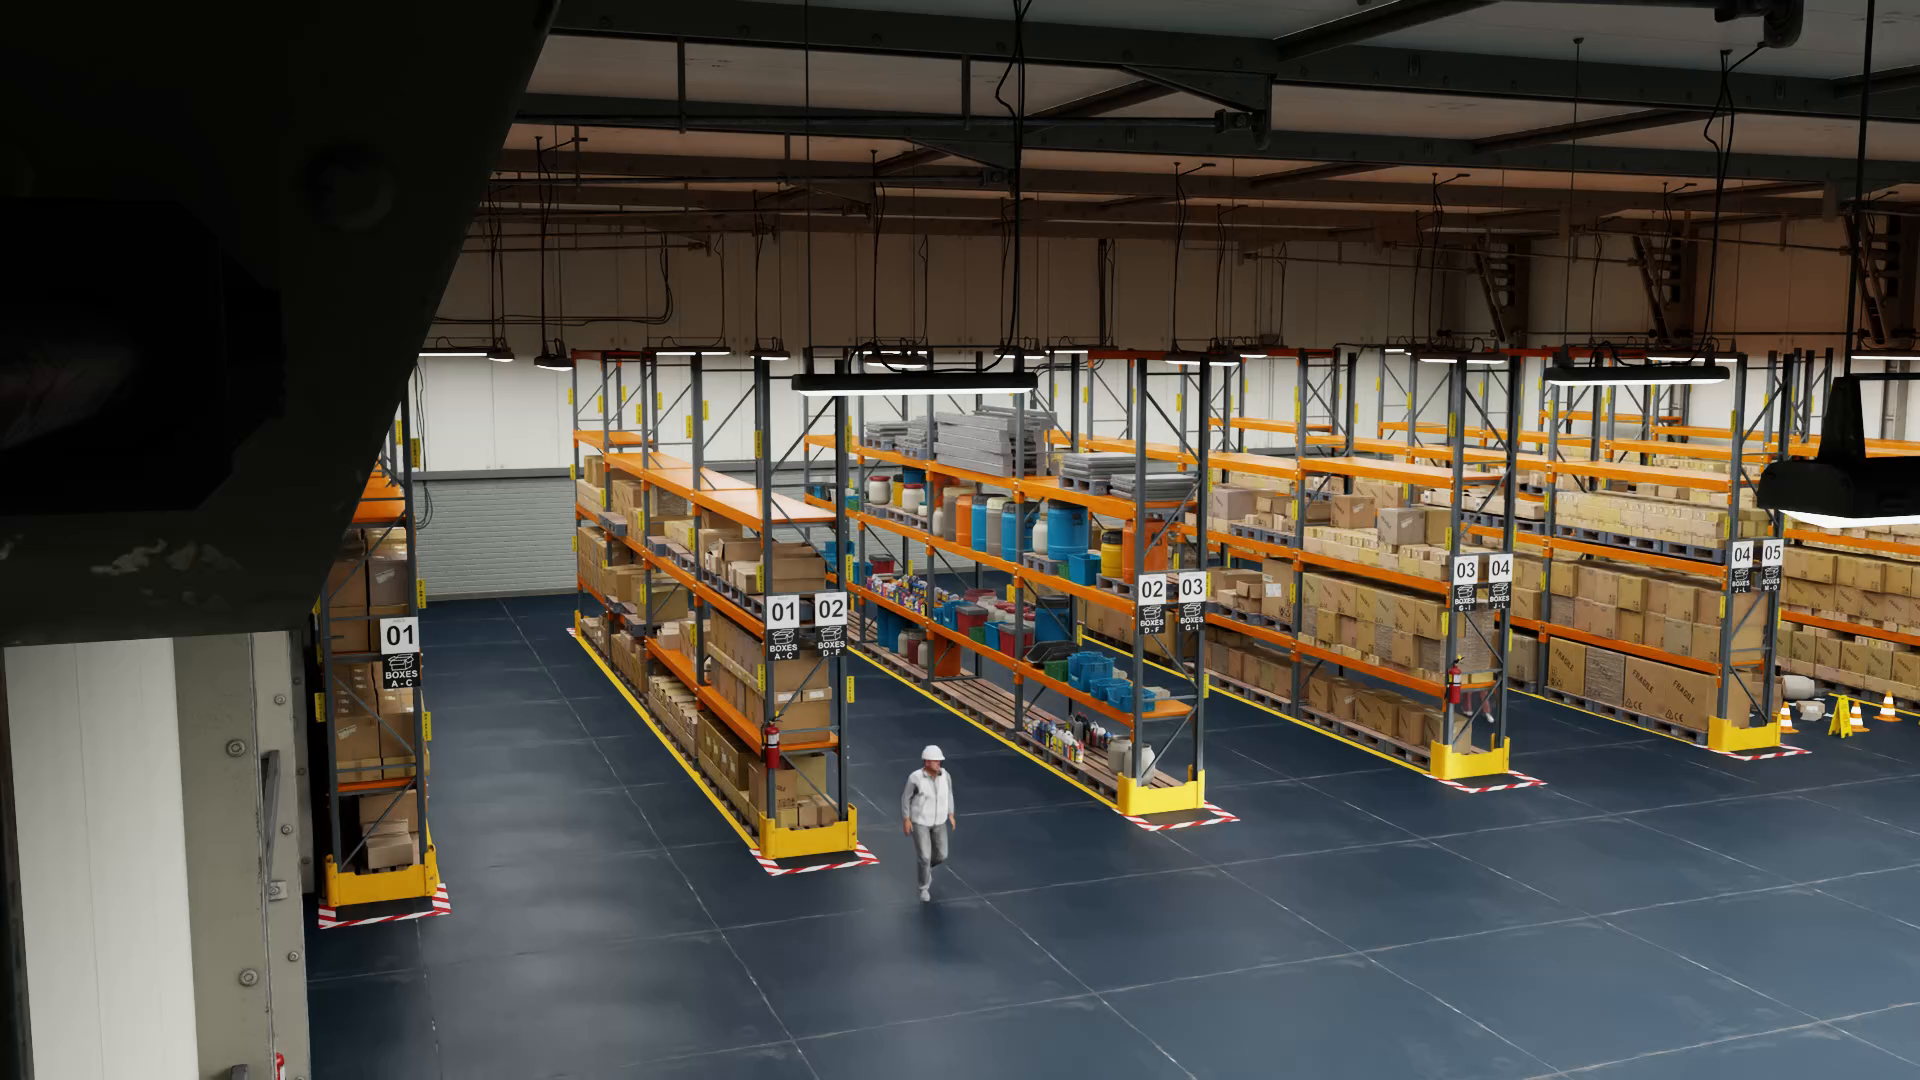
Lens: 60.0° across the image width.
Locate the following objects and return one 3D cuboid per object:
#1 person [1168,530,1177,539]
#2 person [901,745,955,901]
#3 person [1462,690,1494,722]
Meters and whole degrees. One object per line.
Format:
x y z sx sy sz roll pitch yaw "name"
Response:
5.220 0.395 40.849 0.712 1.710 0.539 -7 10 -44 "person"
-0.389 3.145 18.777 0.601 1.757 0.649 -4 8 -29 "person"
8.478 2.107 27.361 0.559 1.673 0.650 1 7 5 "person"
